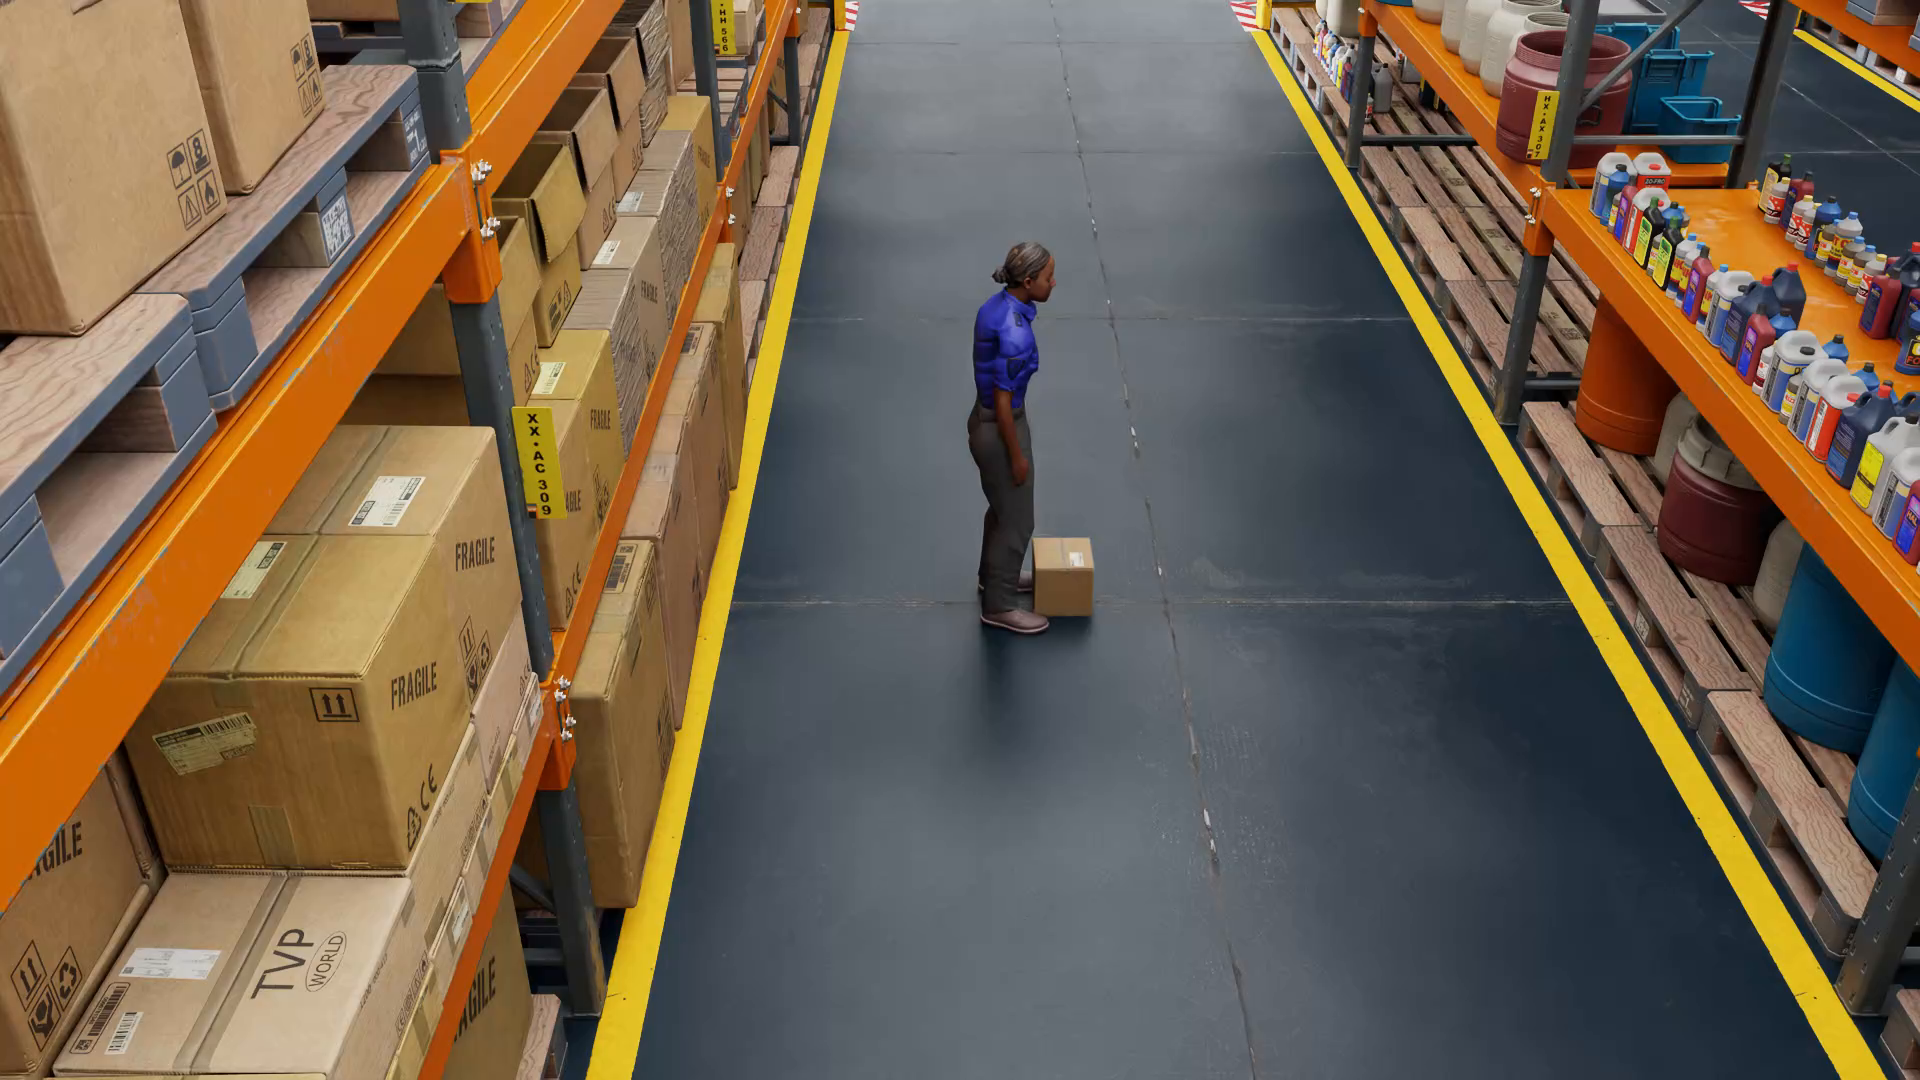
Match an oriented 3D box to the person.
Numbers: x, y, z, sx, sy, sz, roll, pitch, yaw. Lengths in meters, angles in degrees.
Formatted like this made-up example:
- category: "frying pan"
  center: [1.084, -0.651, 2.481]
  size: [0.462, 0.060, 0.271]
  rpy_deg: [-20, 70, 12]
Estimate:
- category: "person"
  center: [0.206, -0.431, 6.839]
  size: [0.348, 1.653, 0.521]
  rpy_deg: [-1, 32, -2]
